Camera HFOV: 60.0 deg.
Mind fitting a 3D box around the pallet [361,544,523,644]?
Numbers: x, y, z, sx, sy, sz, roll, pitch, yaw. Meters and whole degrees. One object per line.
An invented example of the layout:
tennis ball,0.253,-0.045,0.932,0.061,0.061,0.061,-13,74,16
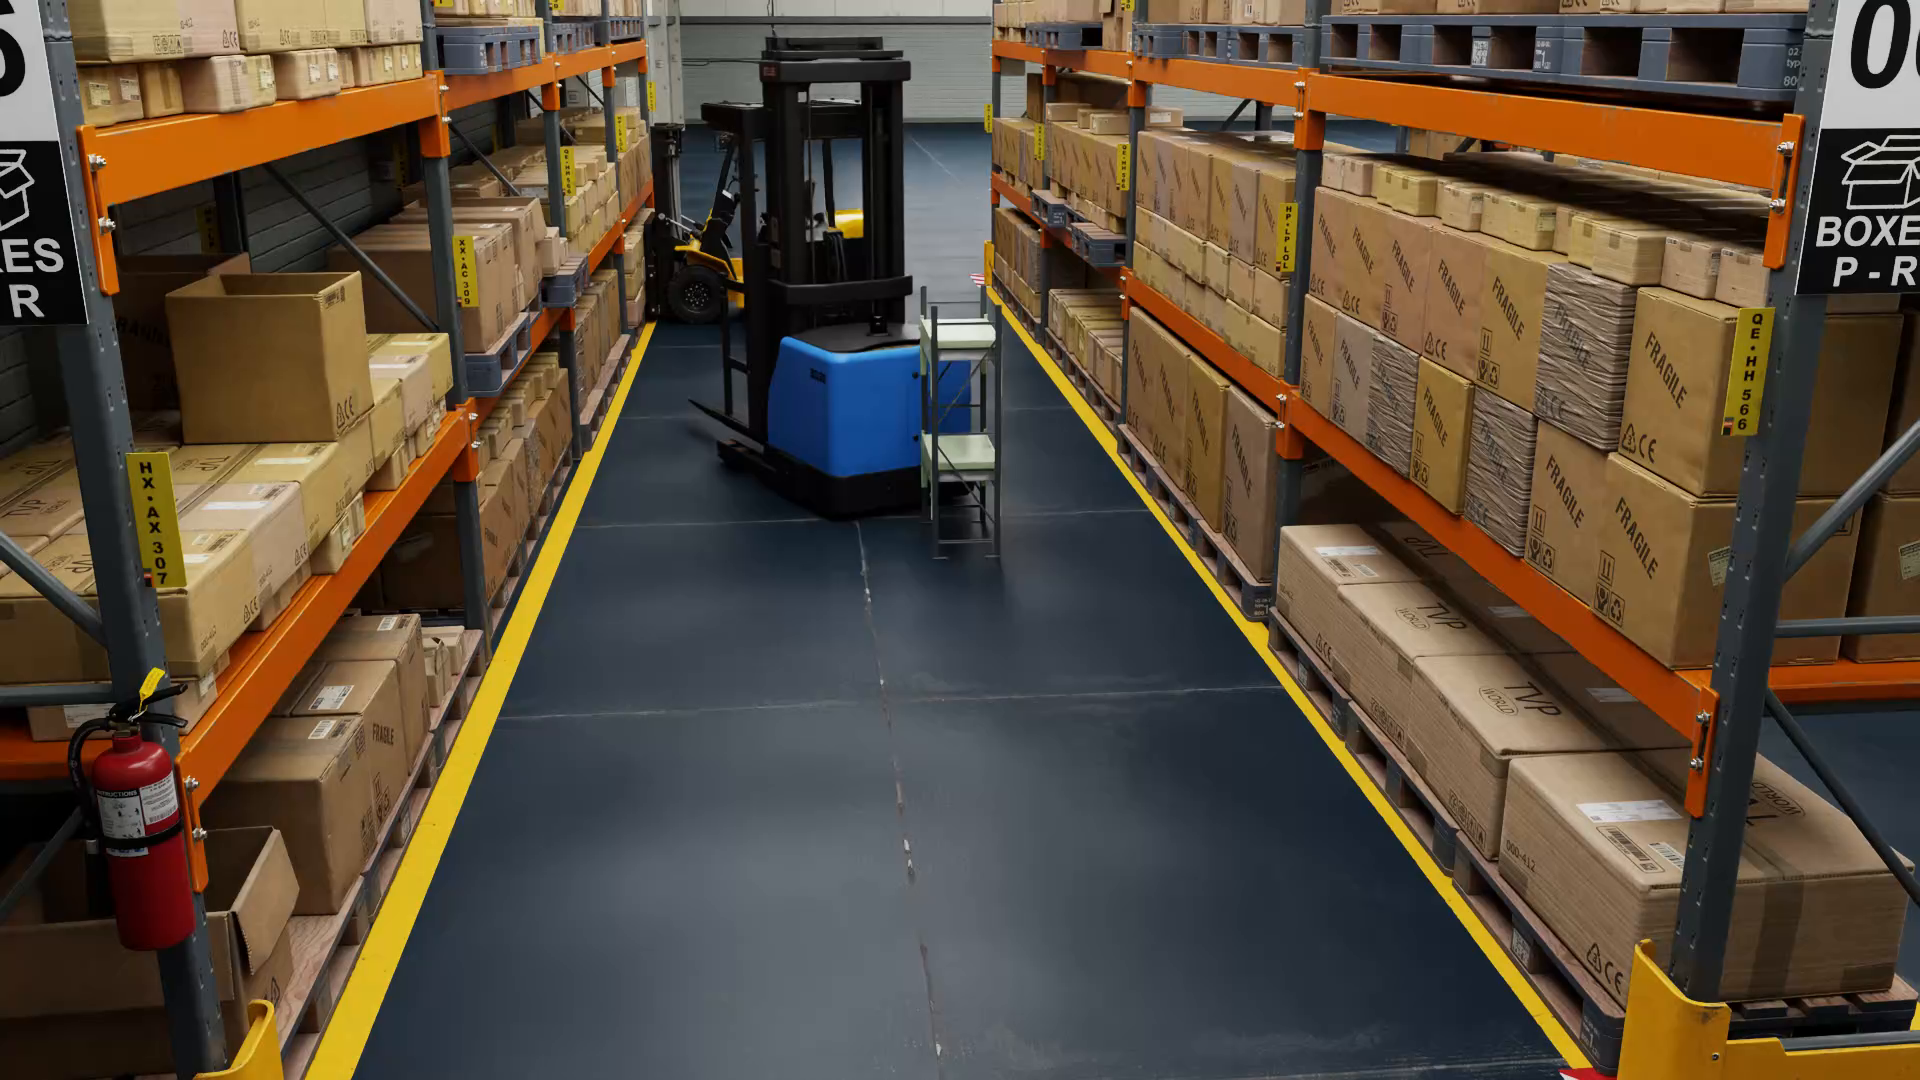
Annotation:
pallet,-2.944,0.283,8.922,1.003,0.211,1.213,-2,18,-6

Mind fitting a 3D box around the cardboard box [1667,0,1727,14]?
cardboard box,2.268,-1.582,4.751,0.380,0.149,0.250,-3,18,-10

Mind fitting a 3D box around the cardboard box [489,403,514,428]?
cardboard box,-2.849,-0.705,9.803,0.380,0.149,0.250,-2,18,-5

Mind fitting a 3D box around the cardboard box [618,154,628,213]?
cardboard box,-3.434,-3.377,15.760,0.500,0.500,0.500,-2,18,-7

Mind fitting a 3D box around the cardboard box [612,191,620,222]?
cardboard box,-3.335,-2.976,14.898,0.500,0.250,0.500,-1,17,-4

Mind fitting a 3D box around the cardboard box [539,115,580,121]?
cardboard box,-4.076,-4.233,16.906,0.380,0.149,0.250,-1,17,-4

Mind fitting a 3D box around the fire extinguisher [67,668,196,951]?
fire extinguisher,-1.935,0.630,3.913,0.296,0.674,0.183,-2,18,-6

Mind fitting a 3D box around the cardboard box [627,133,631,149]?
cardboard box,-3.479,-3.957,16.525,0.380,0.149,0.250,-2,18,-6

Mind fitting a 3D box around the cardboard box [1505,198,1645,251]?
cardboard box,2.105,-1.082,5.697,0.380,0.149,0.250,-1,17,-4

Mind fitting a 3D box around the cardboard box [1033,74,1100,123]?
cardboard box,1.191,-4.906,18.462,0.700,0.500,0.500,-2,18,-5

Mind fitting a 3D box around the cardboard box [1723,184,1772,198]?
cardboard box,6.302,-2.509,12.993,0.500,0.500,0.500,-2,18,-6

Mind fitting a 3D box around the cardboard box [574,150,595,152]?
cardboard box,-3.374,-3.301,14.433,0.380,0.149,0.250,-2,18,-6

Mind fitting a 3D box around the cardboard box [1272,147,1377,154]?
cardboard box,2.166,-2.079,9.955,0.500,0.500,0.500,-2,18,-7

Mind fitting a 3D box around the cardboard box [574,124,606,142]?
cardboard box,-3.385,-3.793,15.503,0.380,0.149,0.250,-1,17,-5

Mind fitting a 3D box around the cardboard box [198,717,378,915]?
cardboard box,-2.428,0.937,5.656,0.700,0.500,0.500,-1,17,-3

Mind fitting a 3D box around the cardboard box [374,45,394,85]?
cardboard box,-2.450,-1.866,6.524,0.380,0.149,0.250,-1,17,-4

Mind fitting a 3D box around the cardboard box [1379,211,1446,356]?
cardboard box,2.010,-1.032,6.620,0.500,0.500,0.500,-1,17,-5

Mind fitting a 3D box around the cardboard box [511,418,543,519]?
cardboard box,-2.808,-0.427,10.000,0.500,0.500,0.500,-2,18,-8

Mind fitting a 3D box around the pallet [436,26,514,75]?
pallet,-2.820,-2.344,7.941,1.213,0.211,1.003,-2,18,-6

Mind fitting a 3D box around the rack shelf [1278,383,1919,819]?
rack shelf,2.321,-0.021,6.438,1.077,0.370,4.000,-2,18,-6

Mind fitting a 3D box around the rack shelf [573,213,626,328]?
rack shelf,-3.441,-2.250,13.538,1.077,0.370,4.000,-2,18,-6

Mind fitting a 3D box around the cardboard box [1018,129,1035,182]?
cardboard box,0.878,-3.966,17.137,0.500,0.500,0.500,-1,17,-4

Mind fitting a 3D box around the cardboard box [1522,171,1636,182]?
cardboard box,2.504,-1.408,6.734,0.380,0.149,0.250,-2,18,-6

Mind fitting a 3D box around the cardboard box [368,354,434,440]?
cardboard box,-2.461,-0.583,6.781,0.500,0.250,0.500,-2,18,-5

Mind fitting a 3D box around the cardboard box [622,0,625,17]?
cardboard box,-3.743,-5.501,16.644,0.797,0.503,0.637,-1,17,-4

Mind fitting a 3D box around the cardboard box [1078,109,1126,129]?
cardboard box,1.201,-3.572,14.099,0.380,0.149,0.250,-1,17,-3

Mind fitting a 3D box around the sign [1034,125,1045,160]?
sign,0.750,-3.738,15.630,0.100,0.325,0.005,-2,18,-6

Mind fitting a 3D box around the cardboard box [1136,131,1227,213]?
cardboard box,1.510,-2.522,11.367,0.500,0.500,0.500,-2,18,-7

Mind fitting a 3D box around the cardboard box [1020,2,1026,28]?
cardboard box,0.885,-5.271,16.706,0.500,0.250,0.500,-2,18,-7

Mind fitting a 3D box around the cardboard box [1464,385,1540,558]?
cardboard box,2.114,-0.255,5.814,0.500,0.500,0.500,-1,17,-4

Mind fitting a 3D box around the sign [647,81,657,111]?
sign,-3.519,-5.059,18.955,0.100,0.325,0.005,-2,18,-6

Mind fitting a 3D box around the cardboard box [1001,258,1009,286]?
cardboard box,0.730,-3.023,18.687,0.500,0.250,0.500,-1,17,-4

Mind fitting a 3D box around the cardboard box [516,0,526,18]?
cardboard box,-2.952,-3.371,10.485,0.380,0.149,0.250,-2,18,-7

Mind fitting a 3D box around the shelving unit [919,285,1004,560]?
shelving unit,-0.001,-0.718,9.959,0.431,1.500,0.755,-2,18,-6

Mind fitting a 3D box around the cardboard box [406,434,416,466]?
cardboard box,-2.439,-0.366,6.755,0.380,0.149,0.250,-1,17,-4

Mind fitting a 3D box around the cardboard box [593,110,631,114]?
cardboard box,-3.751,-4.554,17.928,0.380,0.149,0.250,-2,18,-5

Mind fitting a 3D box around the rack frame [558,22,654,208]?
rack frame,-4.060,-4.381,19.124,1.000,3.000,0.127,-2,18,-6

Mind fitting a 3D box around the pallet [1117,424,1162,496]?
pallet,1.708,-0.584,11.686,1.003,0.211,1.213,-2,18,-6

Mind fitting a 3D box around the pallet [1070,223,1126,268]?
pallet,1.522,-2.270,12.719,1.213,0.211,1.003,-2,18,-6

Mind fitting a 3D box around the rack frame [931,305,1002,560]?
rack frame,0.037,-0.609,9.611,0.400,1.500,0.023,-2,18,-6

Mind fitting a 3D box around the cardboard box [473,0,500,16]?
cardboard box,-2.514,-2.695,8.297,0.380,0.149,0.250,-2,17,-5

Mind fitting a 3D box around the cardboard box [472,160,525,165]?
cardboard box,-3.714,-2.979,13.410,0.380,0.149,0.250,-2,18,-5

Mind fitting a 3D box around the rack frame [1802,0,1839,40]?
rack frame,2.527,-2.631,3.533,1.000,3.000,0.127,-2,18,-6

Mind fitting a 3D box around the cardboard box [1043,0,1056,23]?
cardboard box,1.004,-4.566,14.255,0.500,0.250,0.500,-2,18,-6

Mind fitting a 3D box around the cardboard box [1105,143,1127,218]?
cardboard box,1.379,-2.669,12.306,0.500,0.500,0.500,-2,18,-7

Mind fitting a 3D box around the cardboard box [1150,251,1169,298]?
cardboard box,1.573,-1.774,11.072,0.500,0.250,0.500,-2,18,-7

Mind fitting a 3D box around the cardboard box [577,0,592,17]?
cardboard box,-3.251,-4.389,13.423,0.500,0.311,0.500,-2,18,-8

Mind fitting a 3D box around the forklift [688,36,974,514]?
forklift,-1.080,-1.954,11.509,1.130,2.935,3.031,-10,20,-28

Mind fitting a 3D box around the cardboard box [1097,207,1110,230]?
cardboard box,1.264,-2.474,12.769,0.380,0.149,0.250,-2,18,-6

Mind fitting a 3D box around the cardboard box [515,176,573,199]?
cardboard box,-3.004,-2.538,12.005,0.380,0.149,0.250,-1,17,-4

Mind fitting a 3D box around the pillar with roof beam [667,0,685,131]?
pillar with roof beam,-3.697,-16.079,46.370,9.100,9.000,0.400,-2,18,-6

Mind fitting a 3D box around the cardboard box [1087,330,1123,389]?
cardboard box,1.569,-1.487,13.591,0.950,0.372,0.625,-2,18,-7

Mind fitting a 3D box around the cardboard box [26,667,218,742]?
cardboard box,-2.171,0.399,4.317,0.380,0.149,0.250,-2,18,-6

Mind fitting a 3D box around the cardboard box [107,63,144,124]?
cardboard box,-2.264,-1.105,4.100,0.380,0.149,0.250,-1,17,-5

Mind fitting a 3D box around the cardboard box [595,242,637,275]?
cardboard box,-3.385,-2.709,16.017,0.500,0.250,0.500,-2,18,-6

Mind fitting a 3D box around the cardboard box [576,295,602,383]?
cardboard box,-3.431,-1.646,13.676,0.875,0.625,0.625,-3,18,-8
